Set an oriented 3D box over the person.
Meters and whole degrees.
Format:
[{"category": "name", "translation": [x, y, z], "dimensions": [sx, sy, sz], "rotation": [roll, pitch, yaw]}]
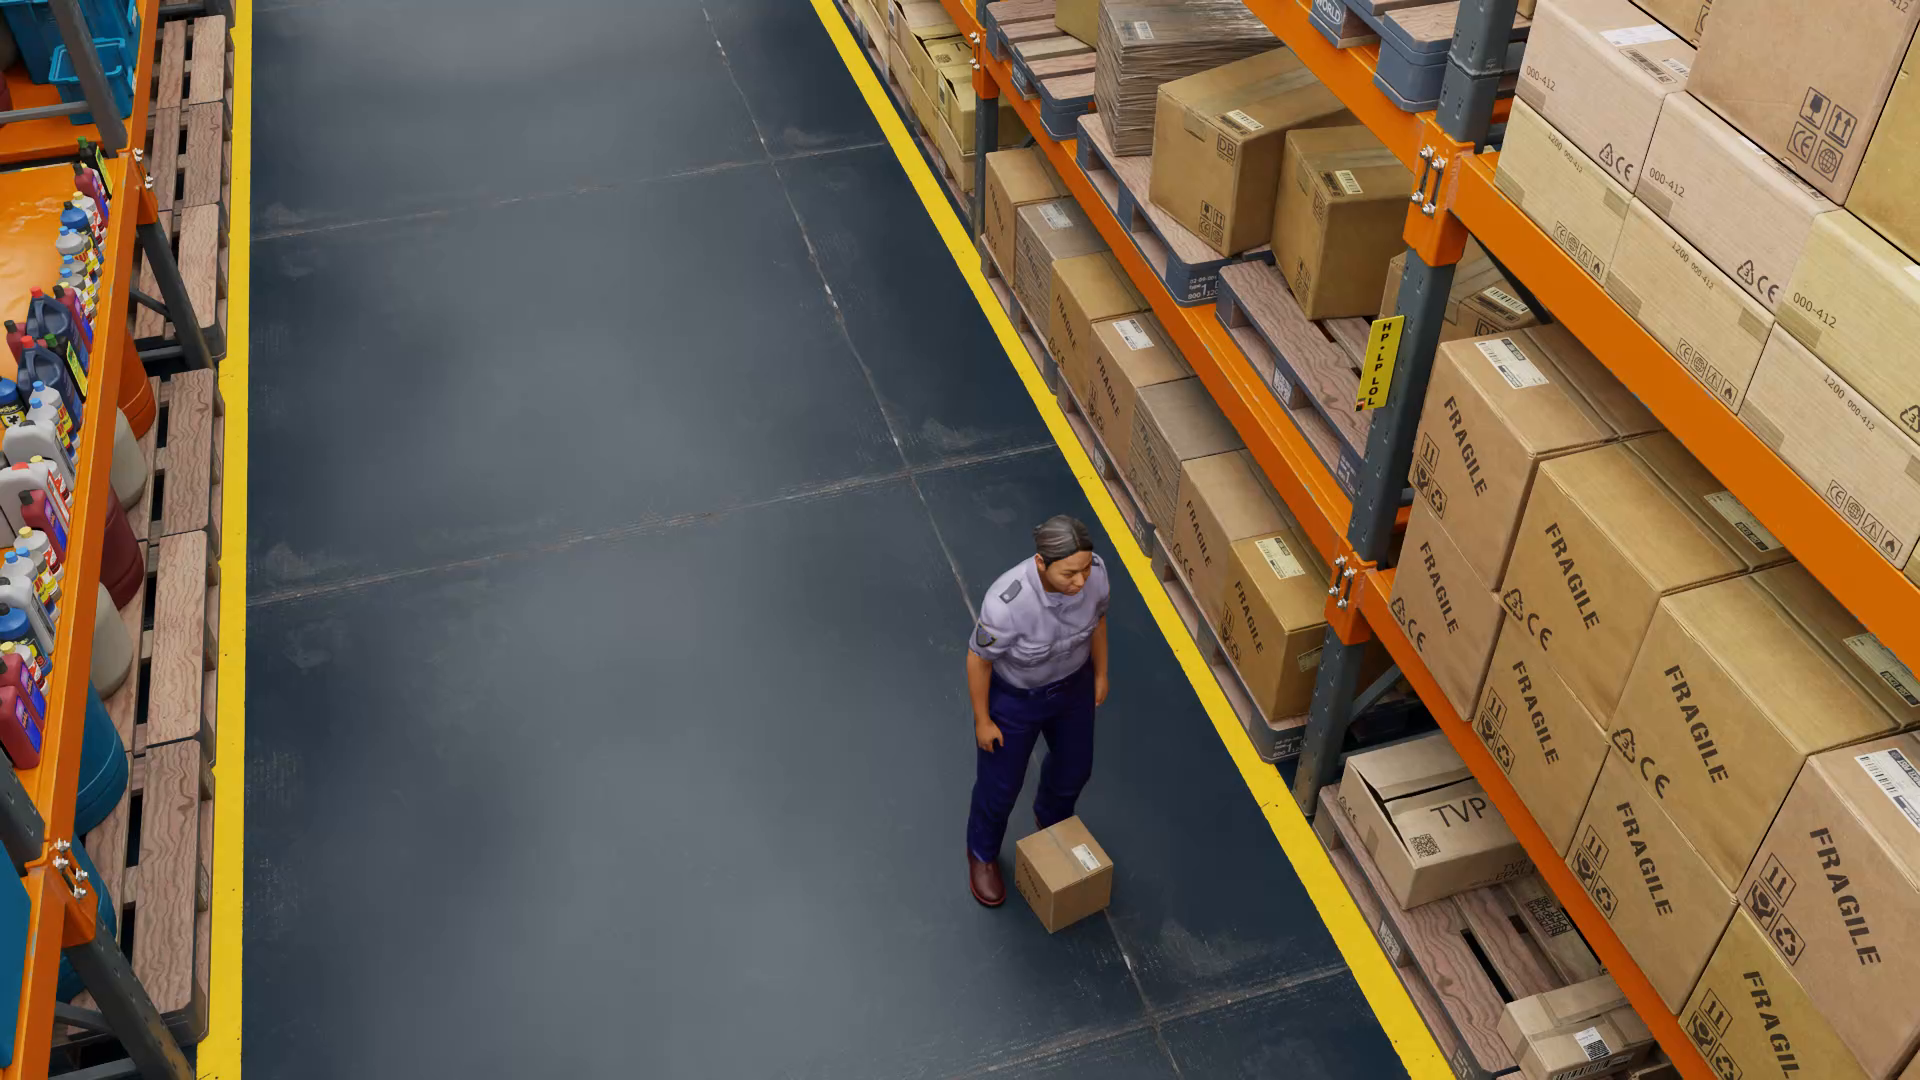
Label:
[{"category": "person", "translation": [0.254, 0.529, 5.589], "dimensions": [0.565, 1.651, 0.371], "rotation": [-20, 46, -21]}]
